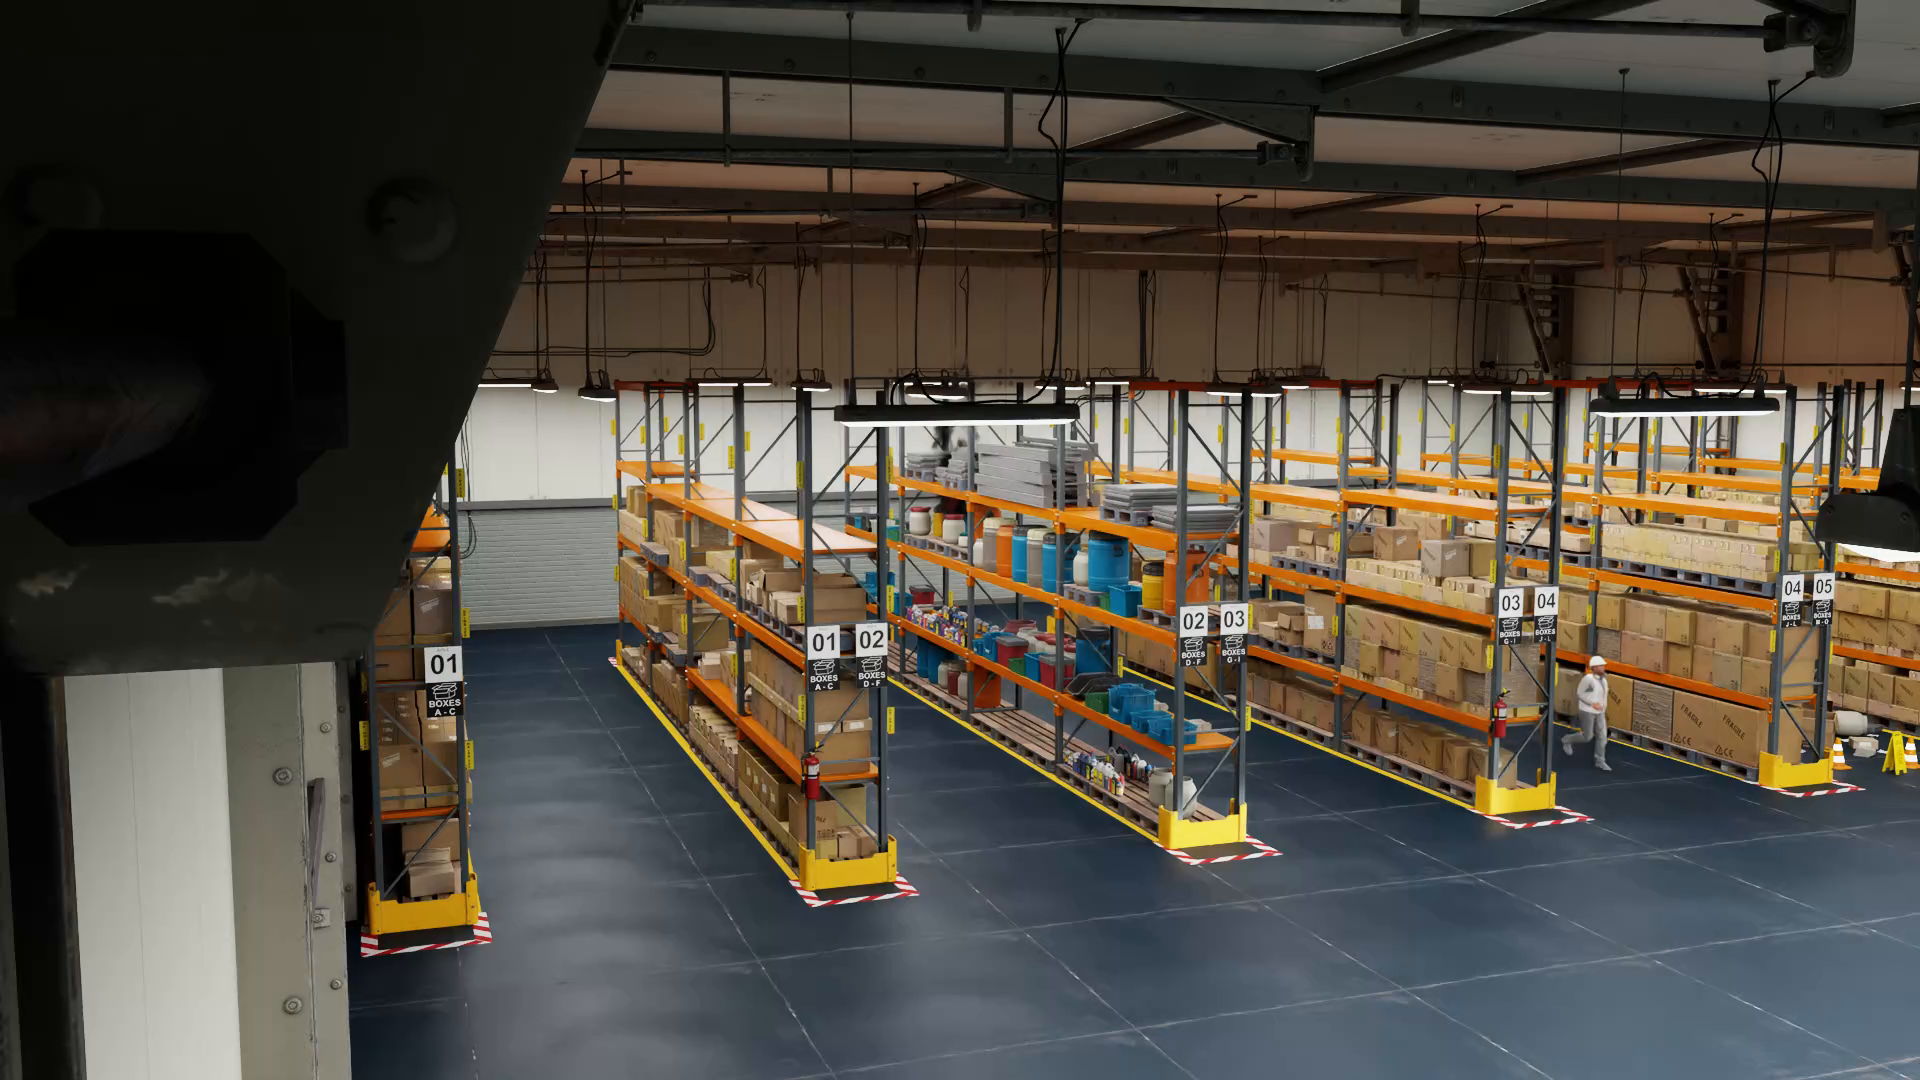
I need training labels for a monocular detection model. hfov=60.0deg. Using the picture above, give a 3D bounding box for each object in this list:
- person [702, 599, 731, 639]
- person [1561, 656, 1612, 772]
[{"bbox_3d":[-5.279,1.698,35.775,0.572,1.716,0.667,6,8,42],"label":"person"},{"bbox_3d":[9.947,2.696,26.238,0.683,1.767,0.925,-4,7,-34],"label":"person"}]
